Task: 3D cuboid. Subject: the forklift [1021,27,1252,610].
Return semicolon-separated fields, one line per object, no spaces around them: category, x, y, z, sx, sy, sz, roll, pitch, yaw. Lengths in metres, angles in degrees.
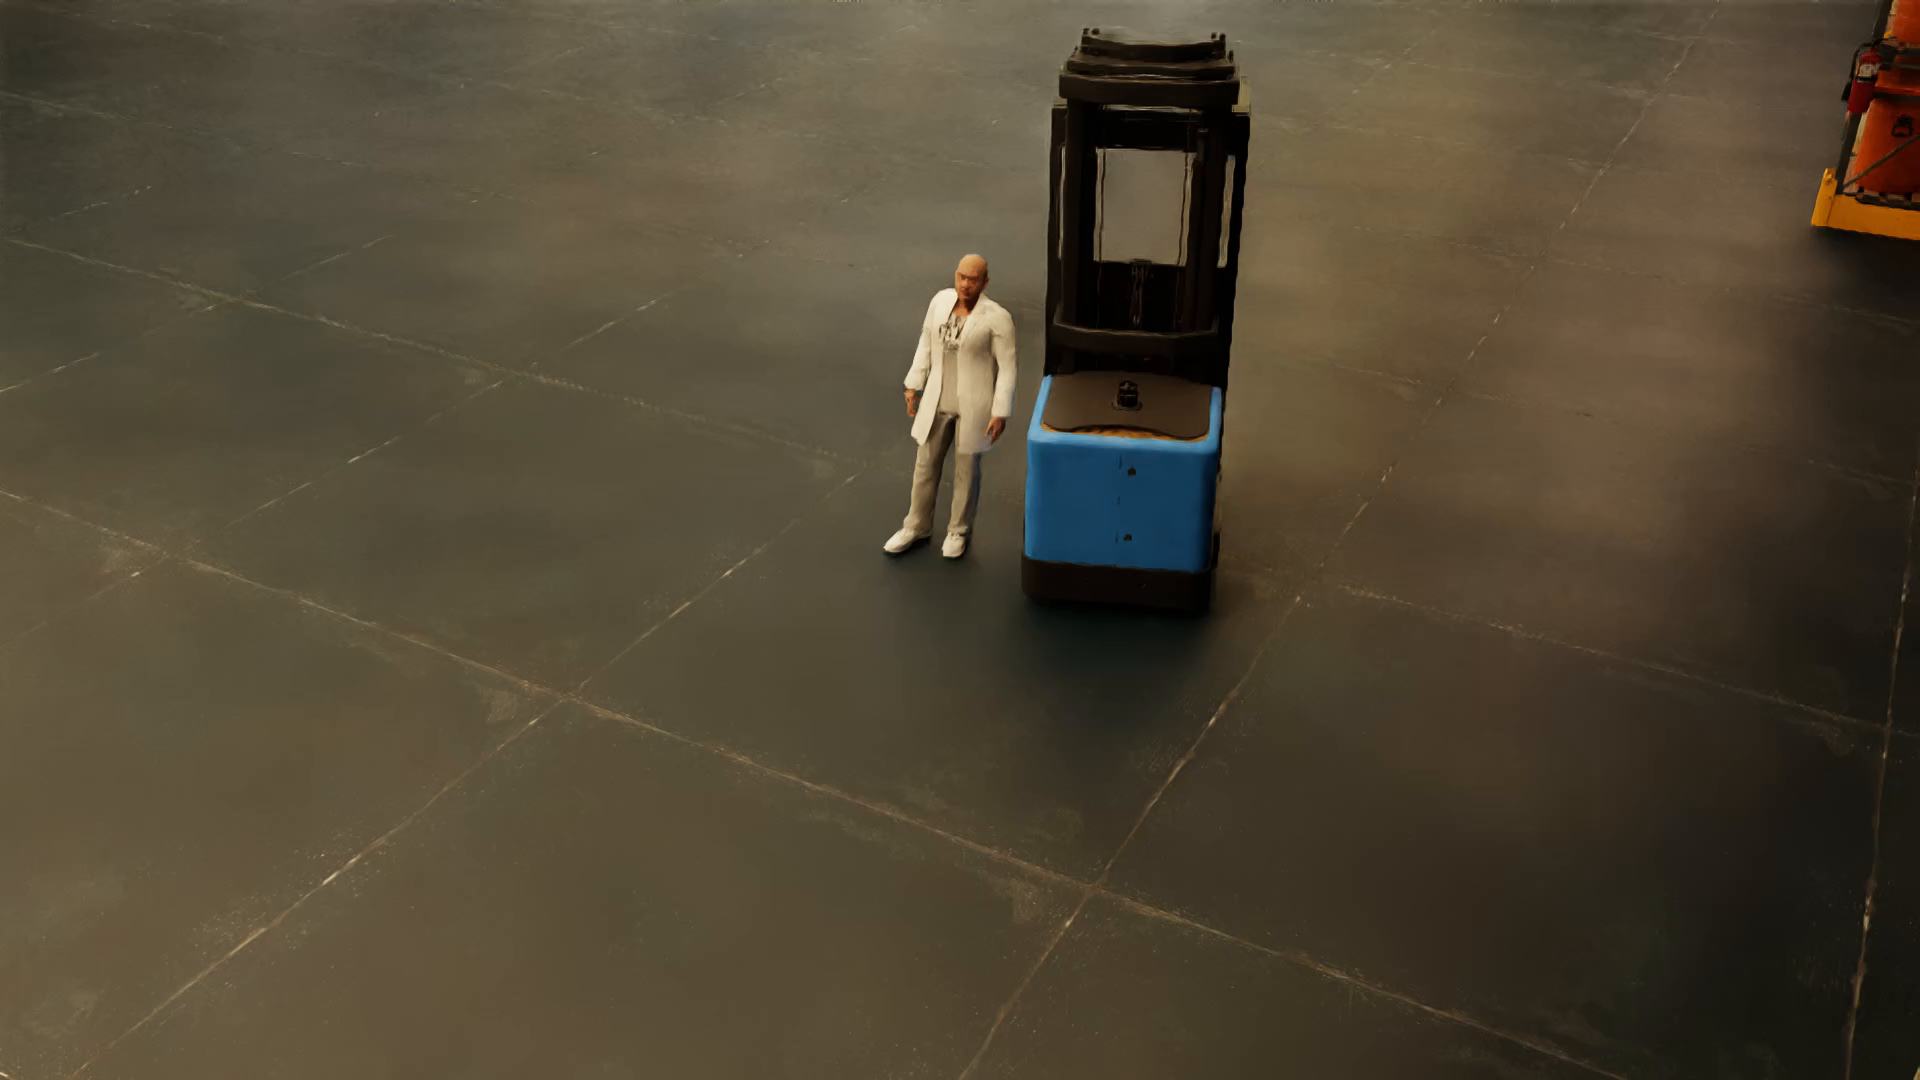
forklift;1.085;-1.600;9.843;1.130;2.935;3.031;4;30;8

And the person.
person;-0.048;-0.738;9.488;0.694;1.776;0.580;15;33;25
